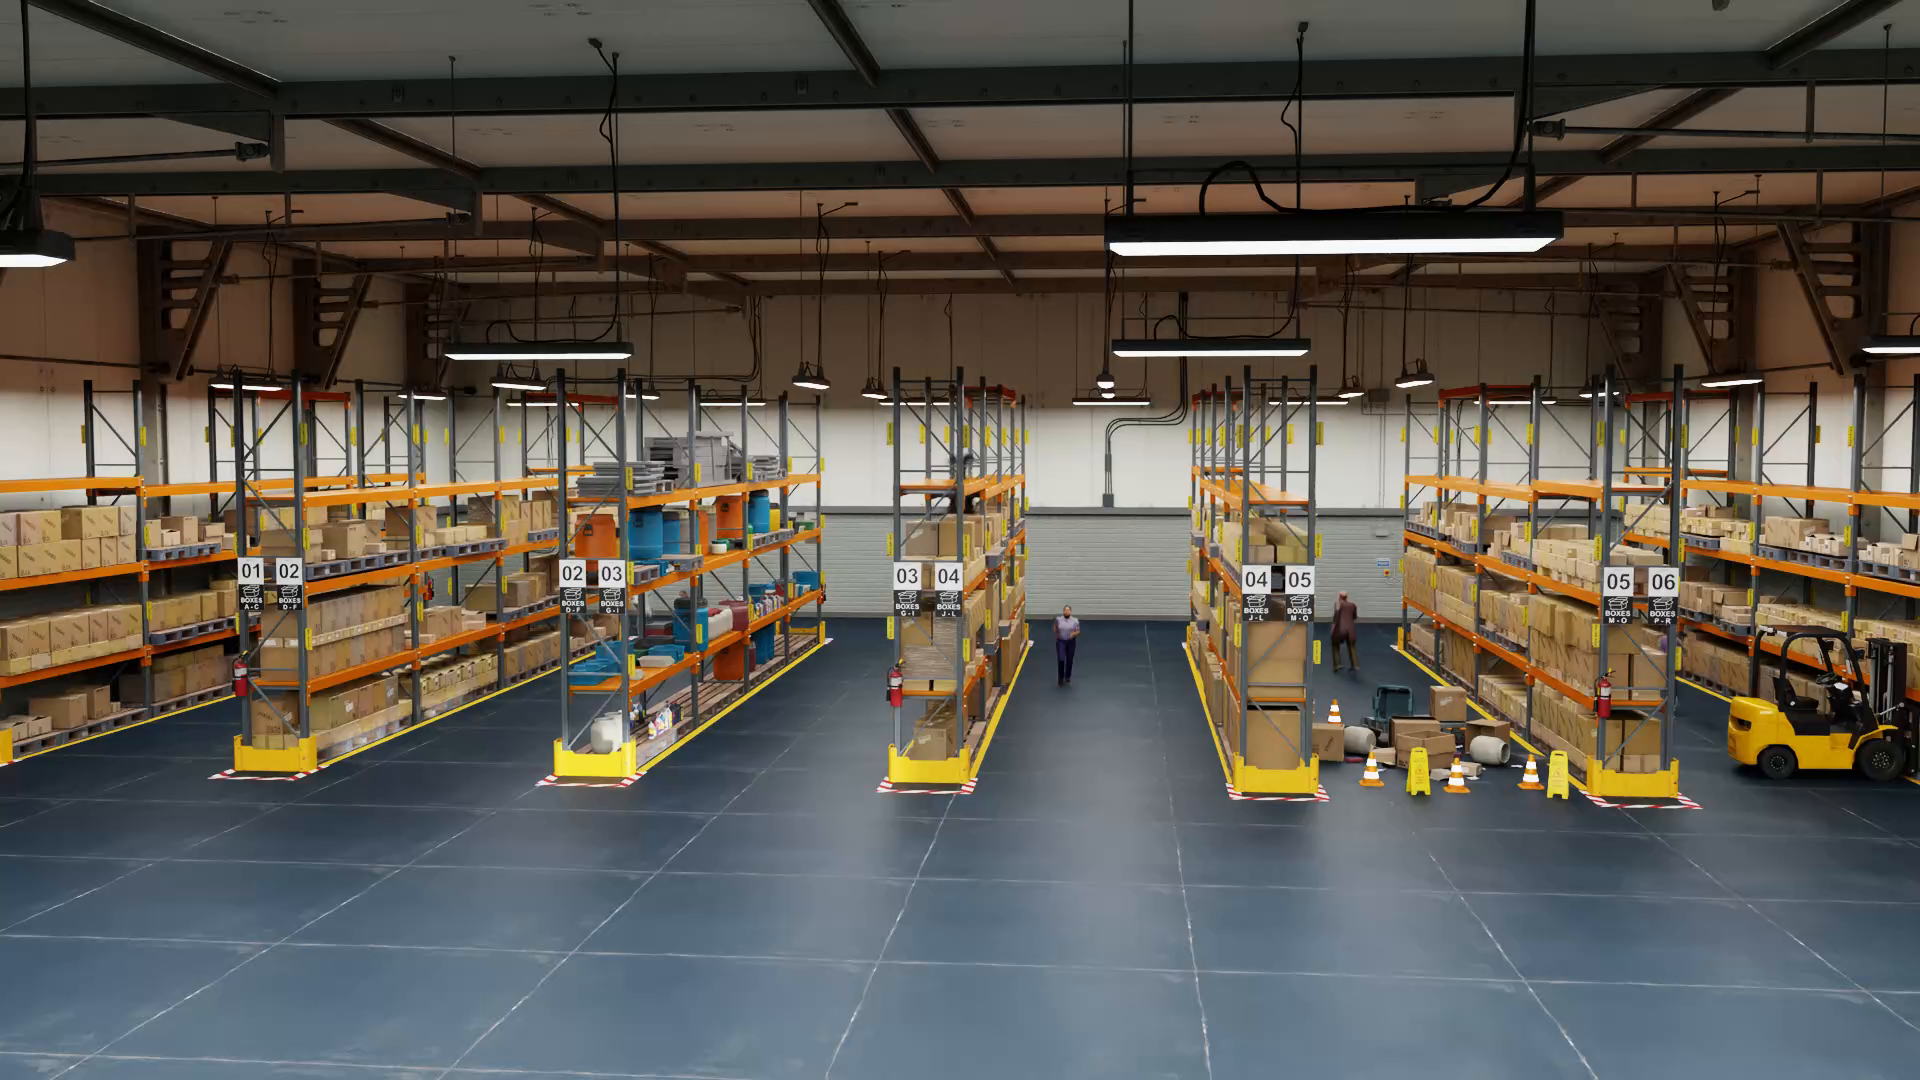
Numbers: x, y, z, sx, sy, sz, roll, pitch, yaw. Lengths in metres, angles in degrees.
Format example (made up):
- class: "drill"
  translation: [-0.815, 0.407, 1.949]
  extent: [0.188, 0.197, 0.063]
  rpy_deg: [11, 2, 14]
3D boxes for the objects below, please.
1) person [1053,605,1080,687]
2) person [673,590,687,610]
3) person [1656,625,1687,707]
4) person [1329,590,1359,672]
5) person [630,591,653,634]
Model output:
- class: "person"
  translation: [2.148, 2.139, 33.439]
  extent: [0.505, 1.644, 0.788]
  rpy_deg: [0, 4, -3]
- class: "person"
  translation: [-6.196, 1.944, 37.608]
  extent: [0.583, 1.443, 0.830]
  rpy_deg: [0, 4, -2]
- class: "person"
  translation: [12.968, 2.311, 30.490]
  extent: [0.546, 1.564, 0.605]
  rpy_deg: [0, 4, -4]
- class: "person"
  translation: [8.145, 1.999, 35.168]
  extent: [0.700, 1.661, 1.061]
  rpy_deg: [-1, 4, -10]
- class: "person"
  translation: [-7.991, 1.545, 41.851]
  extent: [0.521, 1.708, 0.730]
  rpy_deg: [1, 4, 17]
